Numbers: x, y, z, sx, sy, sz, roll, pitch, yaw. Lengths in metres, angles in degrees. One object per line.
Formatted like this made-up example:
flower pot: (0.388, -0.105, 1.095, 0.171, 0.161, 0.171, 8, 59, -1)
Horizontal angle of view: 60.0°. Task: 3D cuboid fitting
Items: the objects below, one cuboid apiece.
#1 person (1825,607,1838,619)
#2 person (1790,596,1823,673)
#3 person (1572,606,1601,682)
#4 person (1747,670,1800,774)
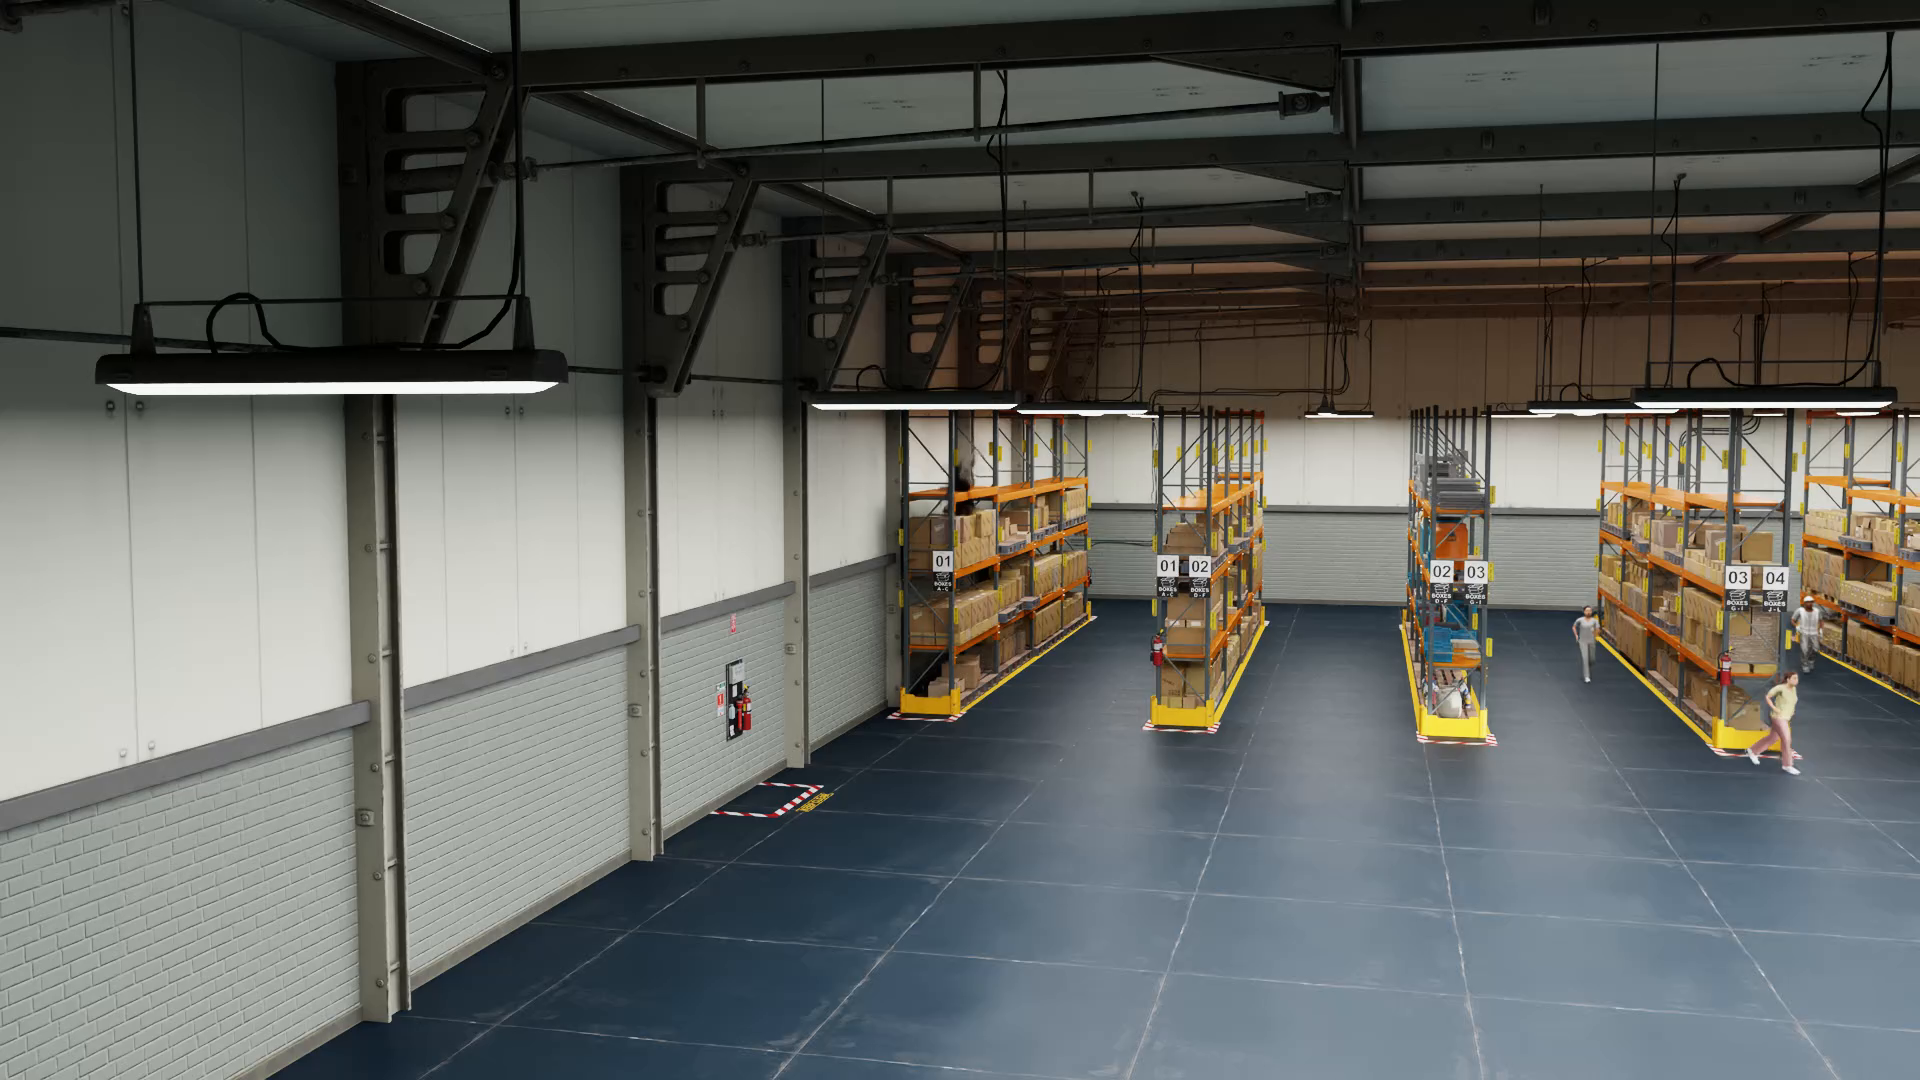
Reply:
person: (23.310, 1.756, 44.332, 0.682, 1.567, 0.564, -3, 5, -33)
person: (19.226, 2.141, 37.730, 0.699, 1.743, 0.592, 1, 4, 15)
person: (13.787, 2.264, 36.574, 0.575, 1.645, 0.914, 1, 4, 10)
person: (13.457, 2.946, 27.351, 0.597, 1.668, 0.930, -2, 5, -28)
